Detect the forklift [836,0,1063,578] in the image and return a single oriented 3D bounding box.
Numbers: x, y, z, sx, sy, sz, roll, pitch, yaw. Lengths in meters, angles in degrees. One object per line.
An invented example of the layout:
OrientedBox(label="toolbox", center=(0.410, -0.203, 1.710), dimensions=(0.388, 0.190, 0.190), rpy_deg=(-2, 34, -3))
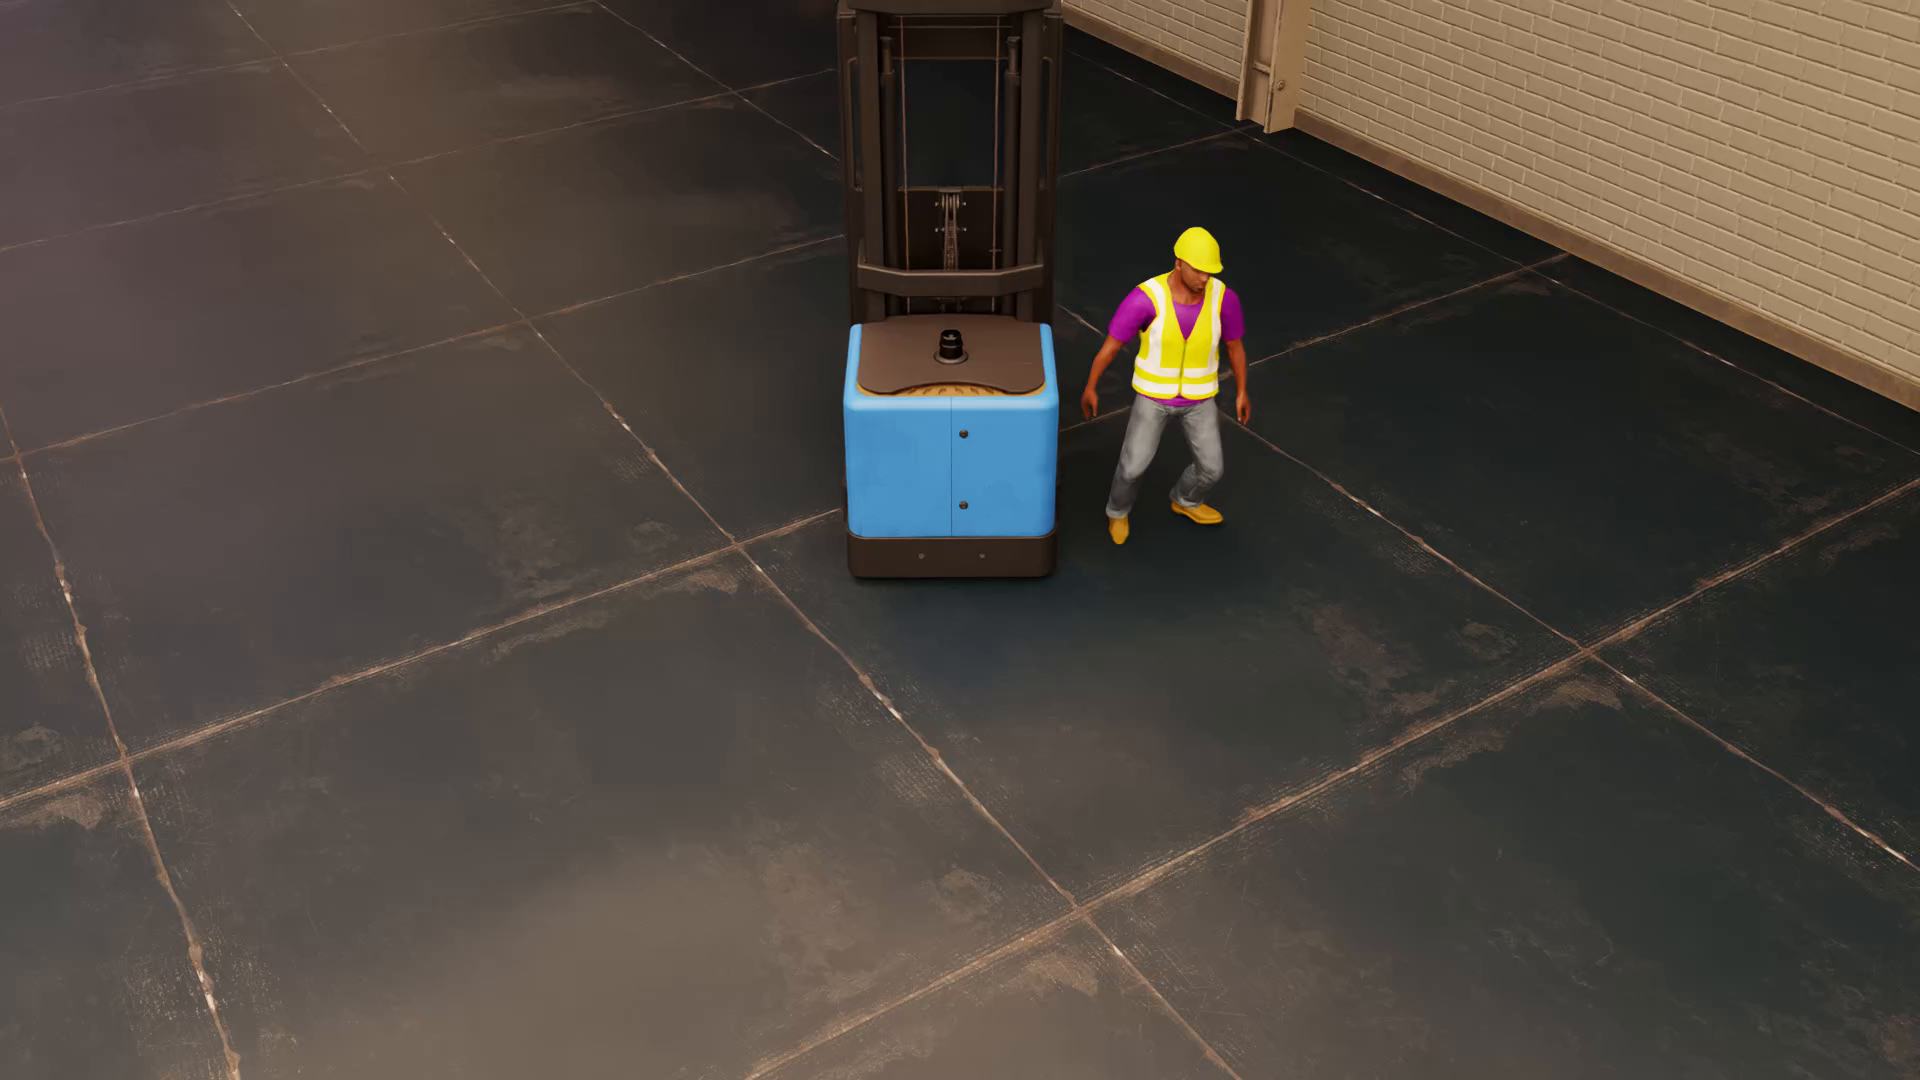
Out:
OrientedBox(label="forklift", center=(-0.051, -1.824, 8.744), dimensions=(1.130, 2.935, 3.031), rpy_deg=(0, 35, 0))

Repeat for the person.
OrientedBox(label="person", center=(1.037, -0.736, 8.309), dimensions=(0.866, 1.742, 0.396), rpy_deg=(-1, 35, -1))
